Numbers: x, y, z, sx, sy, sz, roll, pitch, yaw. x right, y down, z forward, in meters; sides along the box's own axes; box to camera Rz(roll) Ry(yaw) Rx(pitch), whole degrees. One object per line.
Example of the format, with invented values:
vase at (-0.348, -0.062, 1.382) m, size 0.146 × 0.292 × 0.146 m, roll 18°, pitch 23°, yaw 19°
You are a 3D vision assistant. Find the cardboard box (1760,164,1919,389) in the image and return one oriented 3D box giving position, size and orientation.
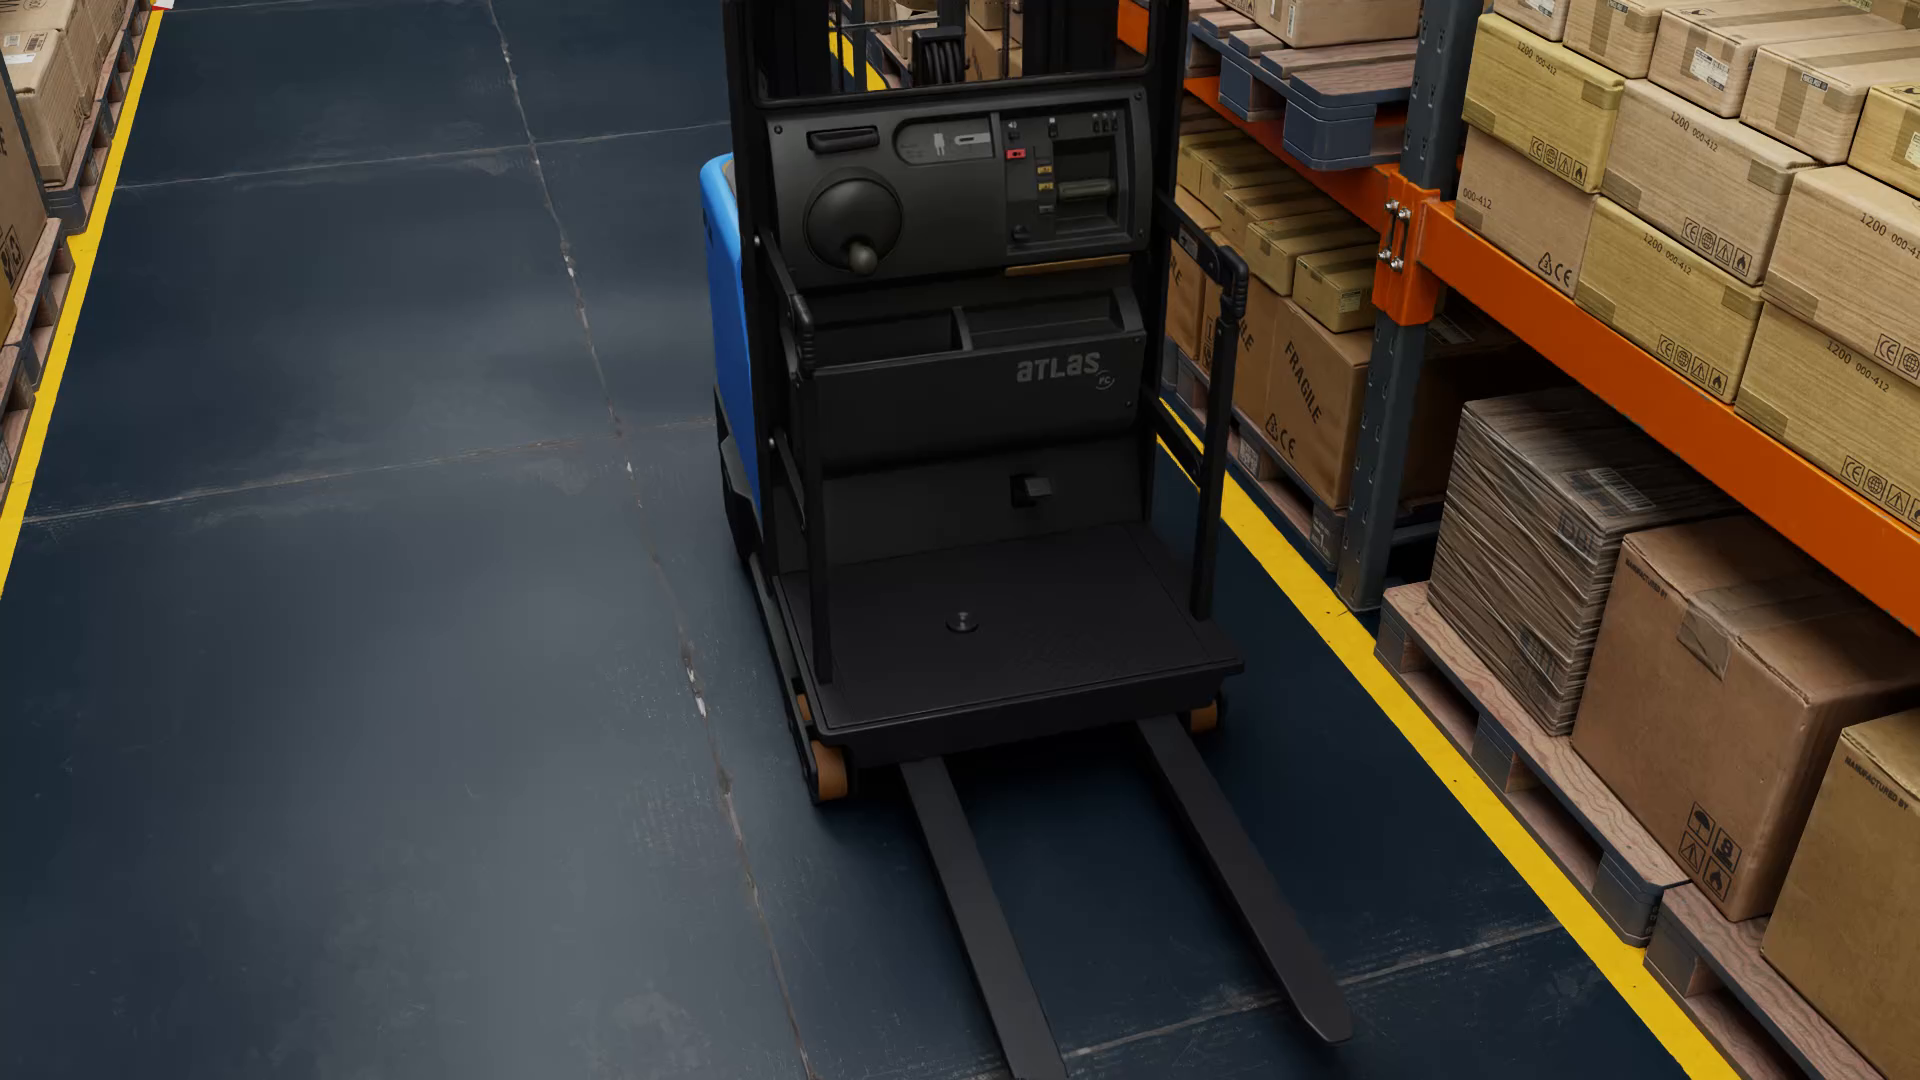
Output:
cardboard box at (1.817, -0.475, 2.931) m, size 0.500 × 0.250 × 0.500 m, roll -11°, pitch 35°, yaw -16°

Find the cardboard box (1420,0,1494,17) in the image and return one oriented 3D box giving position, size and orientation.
cardboard box at (1.612, -1.658, 4.566) m, size 0.500 × 0.500 × 0.500 m, roll -8°, pitch 34°, yaw -12°

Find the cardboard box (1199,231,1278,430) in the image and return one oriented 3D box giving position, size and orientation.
cardboard box at (1.144, -0.727, 5.516) m, size 0.500 × 0.500 × 0.500 m, roll -11°, pitch 35°, yaw -15°

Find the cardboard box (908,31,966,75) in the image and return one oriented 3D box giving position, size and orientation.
cardboard box at (-0.049, -2.473, 8.477) m, size 0.380 × 0.149 × 0.250 m, roll -11°, pitch 35°, yaw -16°

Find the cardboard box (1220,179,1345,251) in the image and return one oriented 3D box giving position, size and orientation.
cardboard box at (1.078, -1.048, 5.413) m, size 0.380 × 0.149 × 0.250 m, roll -11°, pitch 35°, yaw -16°

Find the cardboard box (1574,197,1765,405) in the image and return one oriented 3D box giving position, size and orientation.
cardboard box at (1.672, -0.543, 3.486) m, size 0.500 × 0.250 × 0.500 m, roll -11°, pitch 35°, yaw -16°

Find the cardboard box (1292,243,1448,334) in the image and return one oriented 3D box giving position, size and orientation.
cardboard box at (1.229, -0.764, 4.983) m, size 0.380 × 0.149 × 0.250 m, roll -12°, pitch 35°, yaw -17°

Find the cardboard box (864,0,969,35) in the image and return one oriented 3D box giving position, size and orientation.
cardboard box at (-0.183, -3.139, 9.166) m, size 0.700 × 0.500 × 0.500 m, roll -11°, pitch 35°, yaw -17°

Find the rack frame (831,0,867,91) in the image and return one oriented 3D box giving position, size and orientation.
rack frame at (-0.592, -1.576, 6.275) m, size 0.500 × 1.500 × 0.032 m, roll -11°, pitch 35°, yaw -16°

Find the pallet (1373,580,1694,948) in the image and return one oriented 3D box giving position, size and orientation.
pallet at (1.834, 0.458, 4.365) m, size 1.003 × 0.211 × 1.213 m, roll -10°, pitch 35°, yaw -15°

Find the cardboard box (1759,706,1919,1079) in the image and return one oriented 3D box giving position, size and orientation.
cardboard box at (2.210, 0.696, 3.249) m, size 0.875 × 0.625 × 0.625 m, roll -11°, pitch 35°, yaw -17°

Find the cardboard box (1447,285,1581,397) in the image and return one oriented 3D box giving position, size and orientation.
cardboard box at (1.759, -0.545, 5.240) m, size 0.500 × 0.500 × 0.500 m, roll -9°, pitch 34°, yaw -13°

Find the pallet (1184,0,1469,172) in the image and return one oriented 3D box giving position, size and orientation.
pallet at (1.347, -1.408, 4.834) m, size 1.213 × 0.211 × 1.003 m, roll -10°, pitch 35°, yaw -15°

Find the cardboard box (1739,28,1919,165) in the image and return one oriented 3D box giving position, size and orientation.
cardboard box at (1.714, -0.834, 3.112) m, size 0.380 × 0.149 × 0.250 m, roll -10°, pitch 35°, yaw -14°

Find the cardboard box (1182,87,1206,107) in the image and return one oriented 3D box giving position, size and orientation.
cardboard box at (0.824, -1.602, 6.252) m, size 0.380 × 0.149 × 0.250 m, roll -10°, pitch 35°, yaw -15°

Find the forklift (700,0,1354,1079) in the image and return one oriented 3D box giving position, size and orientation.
forklift at (0.071, -0.796, 3.796) m, size 1.130 × 2.935 × 3.031 m, roll -9°, pitch 34°, yaw -13°

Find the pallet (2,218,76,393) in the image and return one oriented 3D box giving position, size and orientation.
pallet at (-4.018, -0.852, 6.348) m, size 1.003 × 0.211 × 1.213 m, roll -10°, pitch 35°, yaw -15°

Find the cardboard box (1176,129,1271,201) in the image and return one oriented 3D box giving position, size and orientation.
cardboard box at (0.964, -1.325, 5.832) m, size 0.380 × 0.149 × 0.250 m, roll -11°, pitch 35°, yaw -15°

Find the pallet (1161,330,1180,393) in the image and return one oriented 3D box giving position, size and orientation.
pallet at (1.060, -1.019, 6.600) m, size 1.003 × 0.211 × 1.213 m, roll -10°, pitch 35°, yaw -15°

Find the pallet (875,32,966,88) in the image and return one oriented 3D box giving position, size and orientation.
pallet at (0.192, -2.442, 8.754) m, size 1.003 × 0.211 × 1.213 m, roll -10°, pitch 35°, yaw -15°

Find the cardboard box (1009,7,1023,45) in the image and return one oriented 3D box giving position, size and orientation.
cardboard box at (0.415, -2.282, 7.280) m, size 0.380 × 0.149 × 0.250 m, roll -11°, pitch 35°, yaw -16°

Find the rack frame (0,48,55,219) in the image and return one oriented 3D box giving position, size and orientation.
rack frame at (-4.326, -2.408, 6.173) m, size 1.000 × 3.000 × 0.127 m, roll -10°, pitch 35°, yaw -15°

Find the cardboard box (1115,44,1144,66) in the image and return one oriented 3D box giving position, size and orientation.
cardboard box at (0.641, -1.870, 6.657) m, size 0.380 × 0.149 × 0.250 m, roll -10°, pitch 35°, yaw -15°

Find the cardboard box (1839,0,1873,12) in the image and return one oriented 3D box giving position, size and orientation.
cardboard box at (2.099, -1.201, 3.668) m, size 0.380 × 0.149 × 0.250 m, roll -9°, pitch 35°, yaw -13°

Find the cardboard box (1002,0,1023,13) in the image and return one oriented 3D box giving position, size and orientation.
cardboard box at (0.381, -2.410, 7.204) m, size 0.380 × 0.149 × 0.250 m, roll -12°, pitch 35°, yaw -17°

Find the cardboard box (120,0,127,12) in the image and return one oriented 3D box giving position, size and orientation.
cardboard box at (-5.249, -3.284, 9.443) m, size 0.875 × 0.438 × 0.875 m, roll -11°, pitch 35°, yaw -16°

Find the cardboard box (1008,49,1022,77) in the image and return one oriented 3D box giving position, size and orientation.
cardboard box at (0.505, -1.807, 7.150) m, size 0.500 × 0.500 × 0.500 m, roll -10°, pitch 35°, yaw -15°

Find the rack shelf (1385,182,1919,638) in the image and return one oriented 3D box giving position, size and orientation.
rack shelf at (2.231, 0.206, 2.870) m, size 1.077 × 0.370 × 4.000 m, roll -10°, pitch 35°, yaw -15°

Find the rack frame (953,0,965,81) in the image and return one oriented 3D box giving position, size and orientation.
rack frame at (0.400, -3.244, 7.439) m, size 1.000 × 3.000 × 0.127 m, roll -10°, pitch 35°, yaw -15°

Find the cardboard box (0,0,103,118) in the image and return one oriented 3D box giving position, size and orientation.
cardboard box at (-4.689, -2.332, 8.001) m, size 0.875 × 0.438 × 0.875 m, roll -11°, pitch 35°, yaw -16°

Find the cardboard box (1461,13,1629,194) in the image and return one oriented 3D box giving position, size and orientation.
cardboard box at (1.499, -1.012, 3.743) m, size 0.500 × 0.250 × 0.500 m, roll -10°, pitch 35°, yaw -15°

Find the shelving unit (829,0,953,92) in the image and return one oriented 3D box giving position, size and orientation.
shelving unit at (-0.428, -1.311, 5.874) m, size 0.538 × 1.500 × 1.048 m, roll -11°, pitch 35°, yaw -16°

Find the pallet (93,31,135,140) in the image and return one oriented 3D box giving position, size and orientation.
pallet at (-4.859, -2.298, 8.537) m, size 1.003 × 0.211 × 1.213 m, roll -10°, pitch 35°, yaw -15°

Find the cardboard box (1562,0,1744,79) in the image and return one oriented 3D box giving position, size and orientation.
cardboard box at (1.520, -1.100, 3.514) m, size 0.380 × 0.149 × 0.250 m, roll -9°, pitch 35°, yaw -14°

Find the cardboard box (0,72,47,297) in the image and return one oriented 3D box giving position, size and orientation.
cardboard box at (-4.060, -1.384, 6.170) m, size 0.875 × 0.875 × 0.875 m, roll -9°, pitch 34°, yaw -13°

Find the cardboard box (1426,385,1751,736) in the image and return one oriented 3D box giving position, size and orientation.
cardboard box at (1.798, 0.001, 4.301) m, size 0.875 × 0.625 × 0.625 m, roll -9°, pitch 34°, yaw -13°

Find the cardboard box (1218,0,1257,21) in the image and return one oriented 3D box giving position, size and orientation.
cardboard box at (0.990, -1.756, 4.942) m, size 0.500 × 0.250 × 0.500 m, roll -12°, pitch 35°, yaw -17°
